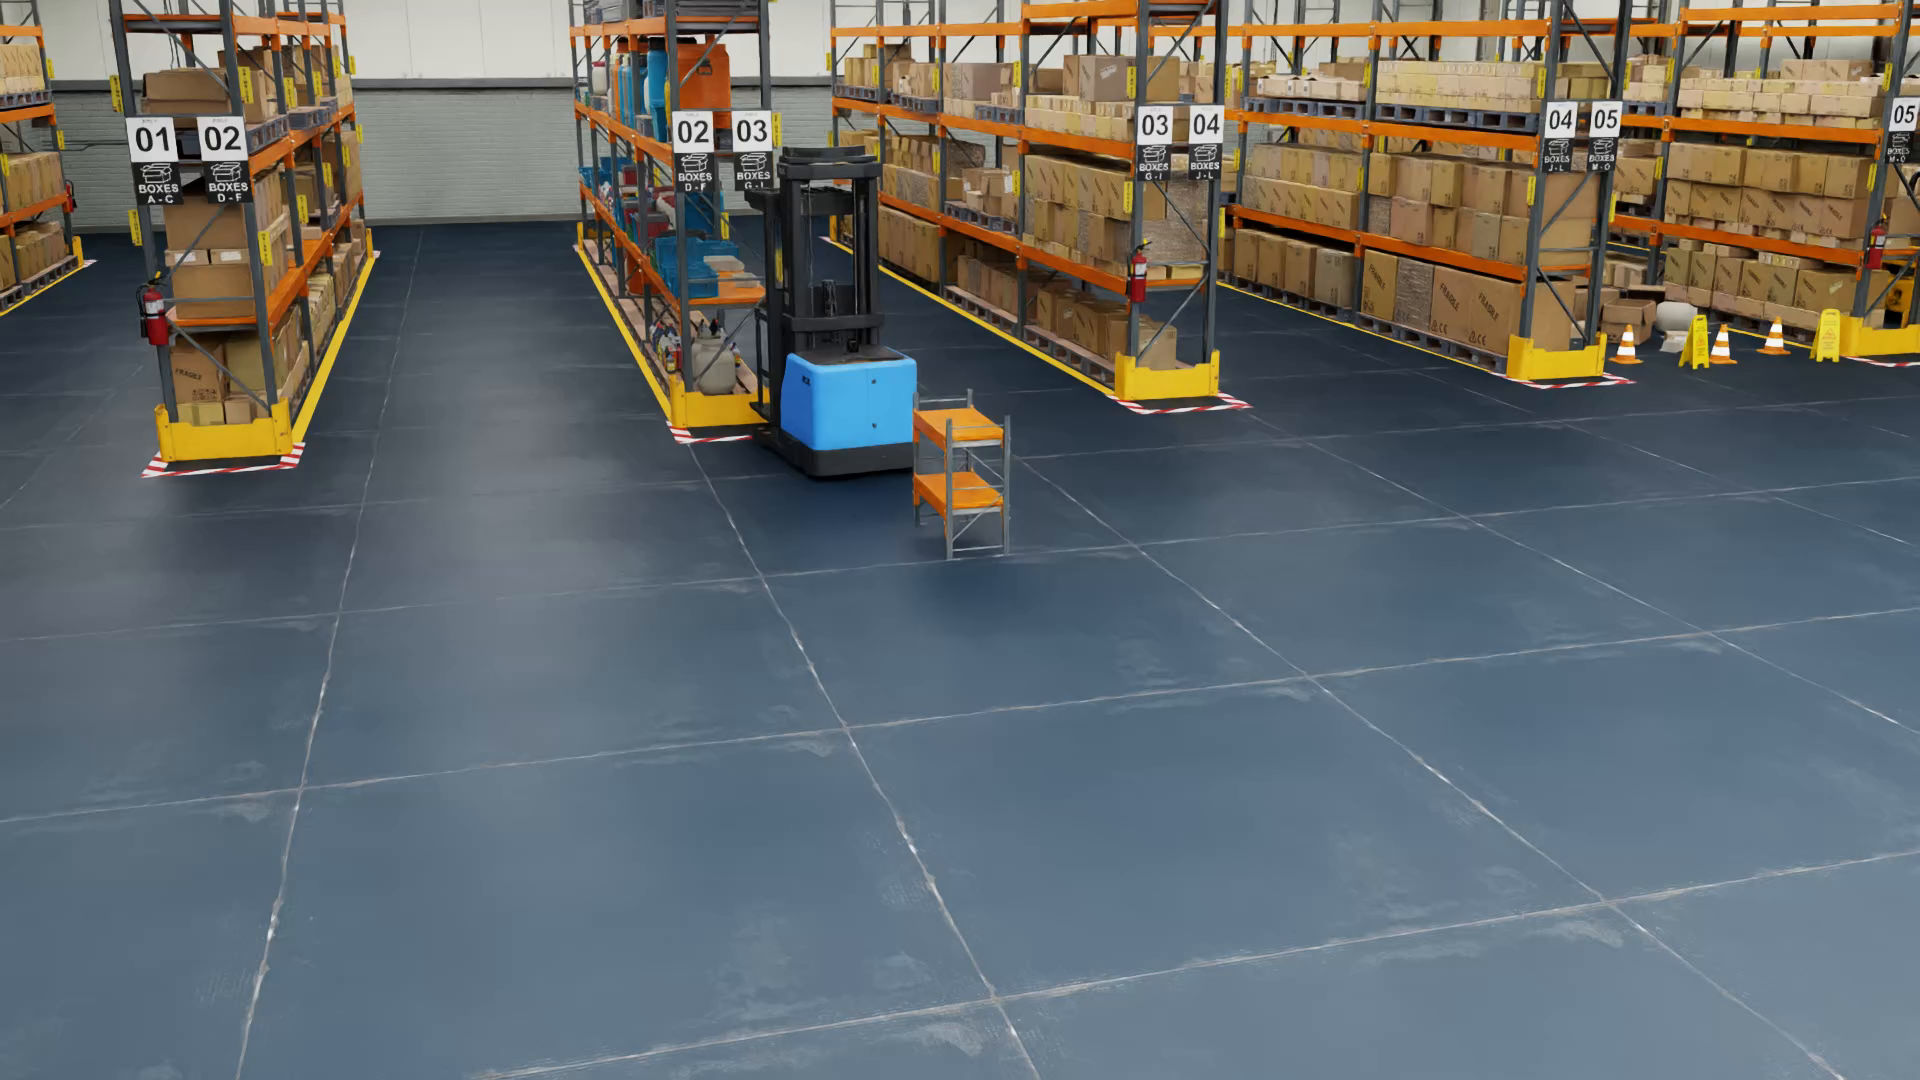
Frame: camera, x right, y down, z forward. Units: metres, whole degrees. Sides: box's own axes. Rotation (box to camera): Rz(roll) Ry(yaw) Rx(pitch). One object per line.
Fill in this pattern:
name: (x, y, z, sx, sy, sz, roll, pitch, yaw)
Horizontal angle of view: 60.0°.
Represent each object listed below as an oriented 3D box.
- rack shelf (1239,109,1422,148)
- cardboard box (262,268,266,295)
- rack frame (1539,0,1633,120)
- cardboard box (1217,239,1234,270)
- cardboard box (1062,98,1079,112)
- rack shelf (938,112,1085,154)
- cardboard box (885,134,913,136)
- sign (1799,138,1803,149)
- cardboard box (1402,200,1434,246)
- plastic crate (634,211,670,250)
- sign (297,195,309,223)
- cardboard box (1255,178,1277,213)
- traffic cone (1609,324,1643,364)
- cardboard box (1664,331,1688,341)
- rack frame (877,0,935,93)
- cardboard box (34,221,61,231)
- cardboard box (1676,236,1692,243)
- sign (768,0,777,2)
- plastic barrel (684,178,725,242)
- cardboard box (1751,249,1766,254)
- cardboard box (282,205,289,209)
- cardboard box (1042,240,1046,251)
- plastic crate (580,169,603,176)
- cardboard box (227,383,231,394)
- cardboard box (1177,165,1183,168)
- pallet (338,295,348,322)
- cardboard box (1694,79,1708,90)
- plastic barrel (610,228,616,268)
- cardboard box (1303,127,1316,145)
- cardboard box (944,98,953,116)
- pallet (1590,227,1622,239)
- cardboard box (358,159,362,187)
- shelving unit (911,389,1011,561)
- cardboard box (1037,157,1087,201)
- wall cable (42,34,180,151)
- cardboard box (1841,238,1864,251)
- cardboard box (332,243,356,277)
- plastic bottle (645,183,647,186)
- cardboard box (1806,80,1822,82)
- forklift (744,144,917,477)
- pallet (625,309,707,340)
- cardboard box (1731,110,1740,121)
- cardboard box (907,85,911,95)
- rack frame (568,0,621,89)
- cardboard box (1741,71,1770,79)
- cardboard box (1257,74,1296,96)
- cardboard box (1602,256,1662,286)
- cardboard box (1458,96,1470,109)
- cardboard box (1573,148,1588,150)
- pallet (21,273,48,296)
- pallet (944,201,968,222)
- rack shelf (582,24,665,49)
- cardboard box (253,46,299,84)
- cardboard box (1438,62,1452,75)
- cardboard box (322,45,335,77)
rack shelf: (5.518, -6.182, 24.854, 1.077, 0.370, 4.000, -5, 17, -15)
cardboard box: (-7.421, -2.607, 16.742, 0.700, 0.500, 0.500, -4, 17, -14)
rack frame: (7.167, -6.303, 18.794, 1.000, 3.000, 0.127, -5, 17, -15)
cardboard box: (4.536, -4.808, 27.860, 0.500, 0.500, 0.500, -5, 17, -16)
cardboard box: (1.458, -5.256, 20.090, 0.380, 0.149, 0.250, -5, 17, -16)
rack shelf: (0.721, -5.818, 23.642, 1.077, 0.370, 4.000, -5, 17, -15)
cardboard box: (-1.089, -7.248, 30.808, 0.500, 0.500, 0.500, -5, 18, -17)
sign: (15.004, -7.055, 29.712, 0.100, 0.325, 0.005, -5, 17, -15)
cardboard box: (6.389, -4.198, 21.954, 0.875, 0.550, 0.550, -5, 17, -15)
plastic crate: (-3.919, -3.921, 21.181, 0.402, 0.464, 0.583, -5, 17, -15)
sign: (-7.722, -3.887, 19.536, 0.100, 0.325, 0.005, -5, 17, -15)
cardboard box: (4.974, -5.405, 26.058, 0.500, 0.500, 0.500, -5, 17, -16)
traffic cone: (8.386, -2.474, 20.885, 0.336, 0.463, 0.334, -5, 17, -15)
cardboard box: (9.596, -2.687, 22.138, 0.380, 0.149, 0.250, 4, 17, 13)
rack frame: (-0.928, -9.258, 28.632, 1.000, 3.000, 0.127, -5, 17, -15)
cardboard box: (-15.816, -5.425, 28.785, 0.380, 0.149, 0.250, -5, 17, -16)
cardboard box: (13.875, -5.844, 31.307, 0.500, 0.500, 0.500, -4, 17, -13)
sign: (-1.862, -5.490, 16.449, 0.100, 0.325, 0.005, -5, 17, -15)
plastic barrel: (-3.306, -4.152, 21.188, 0.600, 0.901, 0.708, -5, 17, -15)
cardboard box: (11.361, -3.916, 24.022, 0.500, 0.500, 0.500, -4, 17, -14)
cardboard box: (-8.878, -4.082, 21.653, 0.500, 0.500, 0.500, -6, 18, -18)
cardboard box: (1.270, -3.763, 21.203, 0.380, 0.149, 0.250, -5, 17, -15)
plastic crate: (-6.857, -6.772, 30.970, 0.416, 0.233, 0.300, -5, 17, -15)
cardboard box: (-7.736, -1.430, 17.049, 0.500, 0.250, 0.500, -5, 17, -15)
cardboard box: (3.967, -6.395, 28.717, 0.380, 0.149, 0.250, -5, 17, -16)
pallet: (-9.523, -3.371, 24.306, 1.003, 0.211, 1.213, -5, 17, -15)
cardboard box: (10.671, -6.471, 23.619, 0.380, 0.149, 0.250, -4, 17, -14)
plastic barrel: (-5.557, -5.038, 27.927, 0.600, 0.901, 0.708, -5, 17, -15)
cardboard box: (7.508, -8.504, 34.638, 0.500, 0.500, 0.500, -5, 17, -17)
cardboard box: (0.056, -6.493, 24.902, 0.500, 0.250, 0.500, -4, 17, -14)
pallet: (13.184, -6.417, 34.447, 1.003, 0.211, 1.213, -5, 17, -15)
cardboard box: (-11.168, -6.655, 30.219, 0.500, 0.500, 0.500, -4, 17, -14)
shelving unit: (-0.002, -0.541, 13.296, 0.538, 1.125, 1.048, -5, 17, -15)
cardboard box: (1.289, -4.559, 20.986, 0.500, 0.500, 0.500, -5, 17, -15)
wall cable: (-17.526, -9.296, 34.153, 3.097, 2.526, 0.112, -5, 17, -15)
cardboard box: (11.590, -3.816, 21.377, 0.380, 0.149, 0.250, -4, 17, -13)
cardboard box: (-10.043, -4.503, 26.808, 0.500, 0.500, 0.500, -5, 17, -16)
plastic bottle: (-5.271, -5.851, 27.931, 0.152, 0.276, 0.135, -5, 17, -15)
cardboard box: (11.614, -6.162, 22.589, 0.380, 0.149, 0.250, -4, 17, -15)
forklift: (-1.428, -2.364, 16.227, 1.130, 2.935, 3.031, -7, 18, -22)
pallet: (-4.084, -2.998, 23.064, 1.003, 0.211, 1.213, -5, 17, -15)
cardboard box: (10.935, -5.883, 23.045, 0.380, 0.149, 0.250, -5, 18, -17)
cardboard box: (-0.663, -7.479, 27.629, 0.380, 0.149, 0.250, -5, 18, -18)
rack frame: (-6.789, -9.973, 31.012, 1.000, 3.000, 0.127, -5, 17, -15)
cardboard box: (14.093, -8.226, 29.458, 0.380, 0.149, 0.250, -4, 17, -13)
cardboard box: (4.956, -7.068, 25.806, 0.500, 0.311, 0.500, -5, 17, -15)
cardboard box: (10.452, -4.242, 26.198, 0.950, 0.372, 0.625, -4, 17, -12)
cardboard box: (6.401, -5.412, 20.574, 0.380, 0.149, 0.250, -5, 17, -15)
cardboard box: (10.245, -6.208, 27.484, 0.500, 0.500, 0.500, -5, 17, -16)
pallet: (-15.349, -4.091, 26.706, 1.003, 0.211, 1.213, -5, 17, -15)
pallet: (0.470, -4.998, 25.211, 1.213, 0.211, 1.003, -5, 17, -15)
rack shelf: (-5.140, -7.778, 25.648, 1.077, 0.370, 4.000, -5, 17, -15)
cardboard box: (-9.468, -6.581, 23.021, 0.500, 0.500, 0.500, -5, 17, -15)
cardboard box: (6.259, -5.935, 20.930, 0.380, 0.149, 0.250, -5, 17, -16)
cardboard box: (-10.625, -7.847, 27.237, 0.700, 0.500, 0.500, -5, 17, -15)
